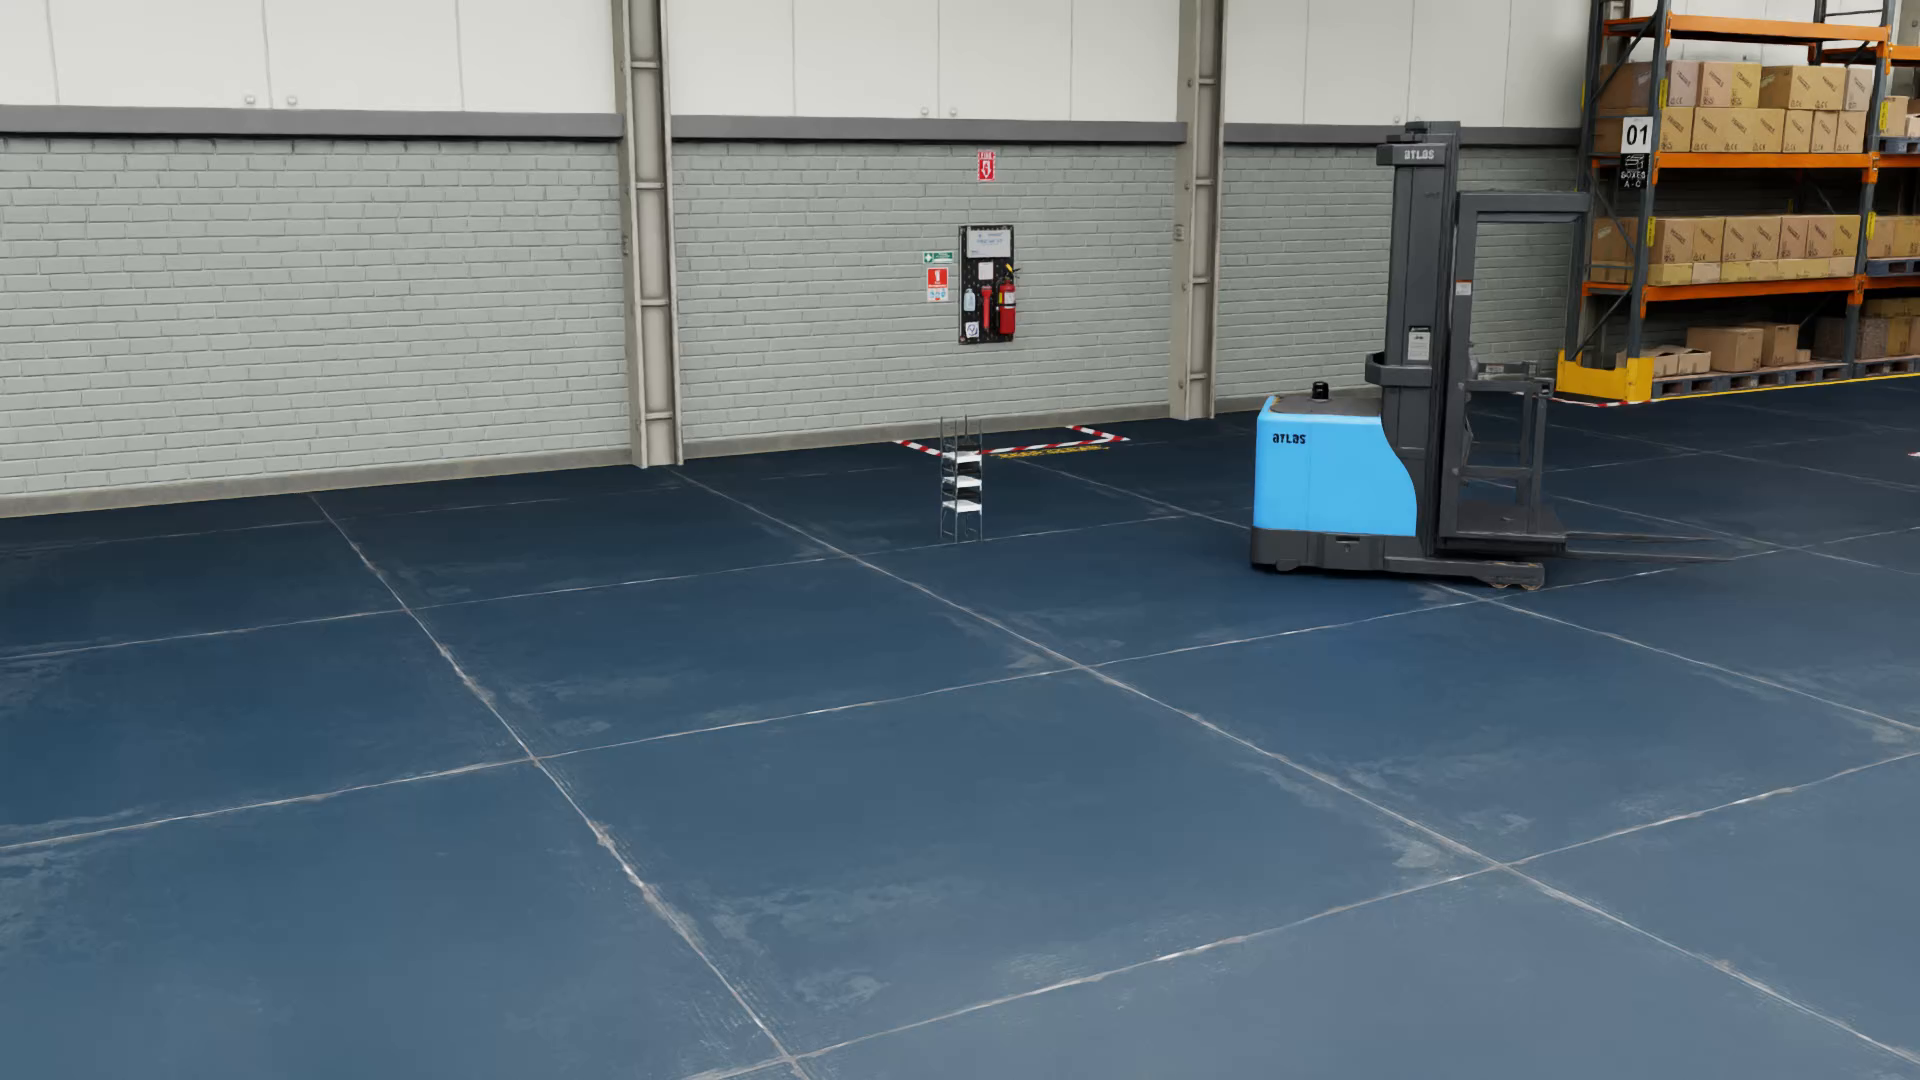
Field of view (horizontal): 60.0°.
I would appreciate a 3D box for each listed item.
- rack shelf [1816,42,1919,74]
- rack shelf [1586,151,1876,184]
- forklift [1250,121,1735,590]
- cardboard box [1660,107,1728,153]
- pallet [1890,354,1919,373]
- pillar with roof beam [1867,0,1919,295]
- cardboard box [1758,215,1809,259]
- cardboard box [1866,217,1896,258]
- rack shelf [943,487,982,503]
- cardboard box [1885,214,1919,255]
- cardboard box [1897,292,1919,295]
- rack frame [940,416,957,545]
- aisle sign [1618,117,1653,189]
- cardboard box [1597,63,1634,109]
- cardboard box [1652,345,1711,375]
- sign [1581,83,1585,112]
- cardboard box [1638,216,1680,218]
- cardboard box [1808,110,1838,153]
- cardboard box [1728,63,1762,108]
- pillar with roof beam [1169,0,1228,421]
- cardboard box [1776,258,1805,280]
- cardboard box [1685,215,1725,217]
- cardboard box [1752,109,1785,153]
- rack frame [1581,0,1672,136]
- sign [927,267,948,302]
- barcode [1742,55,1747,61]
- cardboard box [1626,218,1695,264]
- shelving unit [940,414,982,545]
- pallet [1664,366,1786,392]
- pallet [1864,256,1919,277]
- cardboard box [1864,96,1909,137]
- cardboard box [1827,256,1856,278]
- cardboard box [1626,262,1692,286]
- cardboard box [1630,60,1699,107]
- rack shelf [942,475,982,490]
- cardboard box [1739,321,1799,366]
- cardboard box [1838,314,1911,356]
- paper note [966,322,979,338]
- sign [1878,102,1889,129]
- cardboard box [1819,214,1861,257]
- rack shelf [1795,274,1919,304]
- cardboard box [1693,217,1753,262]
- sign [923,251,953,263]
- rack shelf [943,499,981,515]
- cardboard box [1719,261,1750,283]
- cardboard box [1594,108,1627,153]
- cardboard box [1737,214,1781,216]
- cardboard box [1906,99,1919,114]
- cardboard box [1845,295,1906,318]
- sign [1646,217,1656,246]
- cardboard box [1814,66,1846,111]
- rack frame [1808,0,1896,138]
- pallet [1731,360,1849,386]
[{"bbox_3d":[12.835,-6.192,21.678,4.000,0.370,1.077,-7,14,-28],"label":"rack shelf"},{"bbox_3d":[9.324,-4.503,20.094,4.000,0.370,1.077,-7,14,-28],"label":"rack shelf"},{"bbox_3d":[3.523,-1.237,10.931,3.031,2.935,1.130,3,13,14],"label":"forklift"},{"bbox_3d":[8.470,-4.739,19.229,0.500,0.500,0.500,-6,14,-24],"label":"cardboard box"},{"bbox_3d":[12.834,-2.452,22.524,1.213,0.211,1.003,-7,14,-28],"label":"pallet"},{"bbox_3d":[15.097,-6.149,18.937,0.400,9.000,9.100,-7,14,-28],"label":"pillar with roof beam"},{"bbox_3d":[9.930,-3.690,20.261,0.500,0.500,0.500,-7,15,-29],"label":"cardboard box"},{"bbox_3d":[11.542,-3.912,21.428,0.500,0.500,0.700,-7,14,-28],"label":"cardboard box"},{"bbox_3d":[0.007,-0.320,12.041,0.200,0.077,0.258,-7,14,-28],"label":"rack shelf"},{"bbox_3d":[12.599,-4.044,22.018,0.500,0.500,0.700,-5,14,-20],"label":"cardboard box"},{"bbox_3d":[13.004,-3.194,22.454,0.500,0.250,0.500,-7,14,-28],"label":"cardboard box"},{"bbox_3d":[-0.082,-0.429,11.967,0.006,0.900,0.240,-7,14,-28],"label":"rack frame"},{"bbox_3d":[7.649,-4.383,18.833,0.004,0.787,0.394,-7,14,-28],"label":"aisle sign"},{"bbox_3d":[7.821,-5.286,19.382,0.500,0.500,0.500,-6,14,-25],"label":"cardboard box"},{"bbox_3d":[8.719,-2.199,20.169,0.500,0.311,0.500,-6,14,-23],"label":"cardboard box"},{"bbox_3d":[7.320,-5.185,19.467,0.005,0.325,0.100,-7,14,-28],"label":"sign"},{"bbox_3d":[8.327,-3.624,19.970,0.500,0.500,0.500,-7,14,-27],"label":"cardboard box"},{"bbox_3d":[10.304,-4.972,20.263,0.500,0.500,0.500,-8,15,-33],"label":"cardboard box"},{"bbox_3d":[8.932,-5.283,19.369,0.500,0.500,0.500,-6,14,-26],"label":"cardboard box"},{"bbox_3d":[4.565,-4.887,13.327,0.400,9.000,9.100,-7,14,-28],"label":"pillar with roof beam"},{"bbox_3d":[9.933,-3.323,20.338,0.500,0.250,0.500,-7,14,-28],"label":"cardboard box"},{"bbox_3d":[9.220,-3.733,20.451,0.500,0.500,0.500,-7,14,-27],"label":"cardboard box"},{"bbox_3d":[9.384,-4.855,19.744,0.500,0.500,0.500,-6,14,-24],"label":"cardboard box"},{"bbox_3d":[7.568,-6.107,18.750,0.127,3.000,1.000,-7,14,-28],"label":"rack frame"},{"bbox_3d":[-0.220,-2.516,16.376,0.234,0.329,0.001,-7,14,-28],"label":"sign"},{"bbox_3d":[9.653,-5.928,20.459,0.075,0.075,0.001,-7,14,-28],"label":"barcode"},{"bbox_3d":[8.131,-3.475,19.307,0.500,0.500,0.500,-7,14,-28],"label":"cardboard box"},{"bbox_3d":[0.007,-0.440,12.014,0.210,0.900,0.258,-7,14,-28],"label":"shelving unit"},{"bbox_3d":[9.435,-2.034,20.667,1.213,0.211,1.003,-7,14,-28],"label":"pallet"},{"bbox_3d":[11.820,-3.560,21.533,1.213,0.211,1.003,-7,14,-28],"label":"pallet"},{"bbox_3d":[11.597,-5.360,21.079,0.500,0.500,0.500,-5,13,-20],"label":"cardboard box"},{"bbox_3d":[10.809,-3.429,20.812,0.500,0.250,0.500,-7,14,-28],"label":"cardboard box"},{"bbox_3d":[8.149,-3.107,19.380,0.500,0.250,0.500,-7,15,-29],"label":"cardboard box"},{"bbox_3d":[8.023,-5.184,18.929,0.500,0.500,0.500,-8,15,-32],"label":"cardboard box"},{"bbox_3d":[0.007,-0.407,12.021,0.200,0.077,0.258,-7,14,-28],"label":"rack shelf"},{"bbox_3d":[10.187,-2.479,20.986,0.500,0.500,0.500,-8,15,-32],"label":"cardboard box"},{"bbox_3d":[12.147,-2.741,22.148,0.500,0.500,0.700,-7,15,-29],"label":"cardboard box"},{"bbox_3d":[0.126,-2.102,16.623,0.142,0.148,0.016,-7,14,-28],"label":"paper note"},{"bbox_3d":[11.346,-5.213,20.432,0.005,0.325,0.100,-7,14,-28],"label":"sign"},{"bbox_3d":[10.812,-3.794,20.725,0.500,0.500,0.500,-7,14,-28],"label":"cardboard box"},{"bbox_3d":[12.835,-3.461,22.293,4.000,0.370,1.077,-7,14,-28],"label":"rack shelf"},{"bbox_3d":[9.026,-3.578,19.765,0.500,0.500,0.500,-7,15,-30],"label":"cardboard box"},{"bbox_3d":[-0.212,-2.773,16.312,0.331,0.109,0.001,-7,14,-28],"label":"sign"},{"bbox_3d":[0.007,-0.232,12.061,0.200,0.077,0.258,-7,14,-28],"label":"rack shelf"},{"bbox_3d":[9.048,-3.217,19.867,0.500,0.250,0.500,-7,15,-29],"label":"cardboard box"},{"bbox_3d":[7.813,-4.795,19.478,0.500,0.500,0.500,-6,14,-24],"label":"cardboard box"},{"bbox_3d":[10.111,-3.841,20.931,0.500,0.500,0.500,-7,14,-28],"label":"cardboard box"},{"bbox_3d":[12.680,-5.490,21.656,0.500,0.500,0.500,-7,15,-30],"label":"cardboard box"},{"bbox_3d":[12.102,-3.090,21.990,0.500,0.250,0.500,-7,15,-29],"label":"cardboard box"},{"bbox_3d":[7.828,-3.498,18.849,0.005,0.325,0.100,-7,14,-28],"label":"sign"},{"bbox_3d":[10.291,-5.446,20.094,0.500,0.500,0.500,-6,14,-25],"label":"cardboard box"},{"bbox_3d":[11.079,-6.528,20.620,0.127,3.000,1.000,-7,14,-28],"label":"rack frame"},{"bbox_3d":[10.507,-2.163,21.241,1.213,0.211,1.003,-7,14,-28],"label":"pallet"}]
